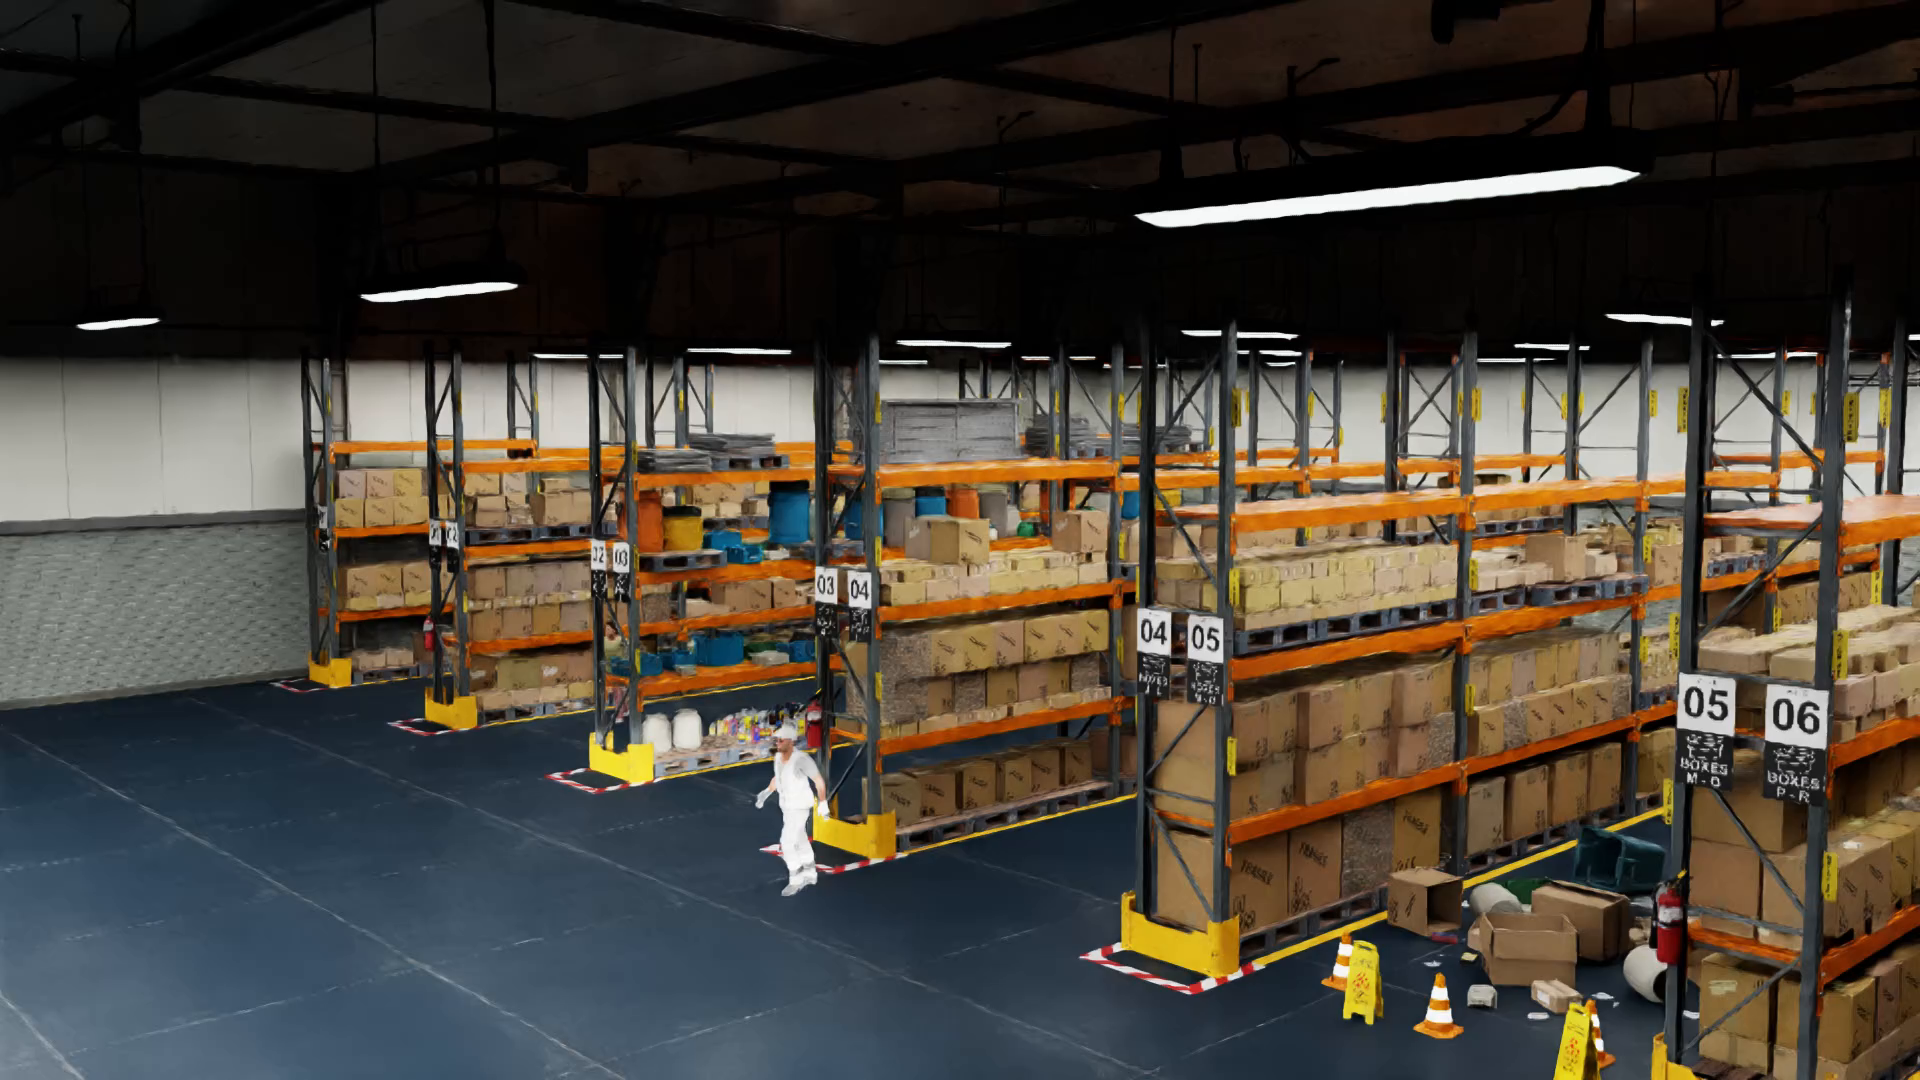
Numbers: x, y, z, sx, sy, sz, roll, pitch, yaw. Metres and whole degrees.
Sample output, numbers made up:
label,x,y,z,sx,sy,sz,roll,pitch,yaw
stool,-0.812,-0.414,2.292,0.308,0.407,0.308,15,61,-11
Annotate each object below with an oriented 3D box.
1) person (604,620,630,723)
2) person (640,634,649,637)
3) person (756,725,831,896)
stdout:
label,x,y,z,sx,sy,sz,roll,pitch,yaw
person,-5.398,2.050,26.199,0.616,1.606,0.802,3,6,28
person,-6.165,1.383,32.619,0.468,1.794,0.625,2,5,24
person,-1.719,2.781,17.270,0.674,1.750,0.711,-4,6,-38
